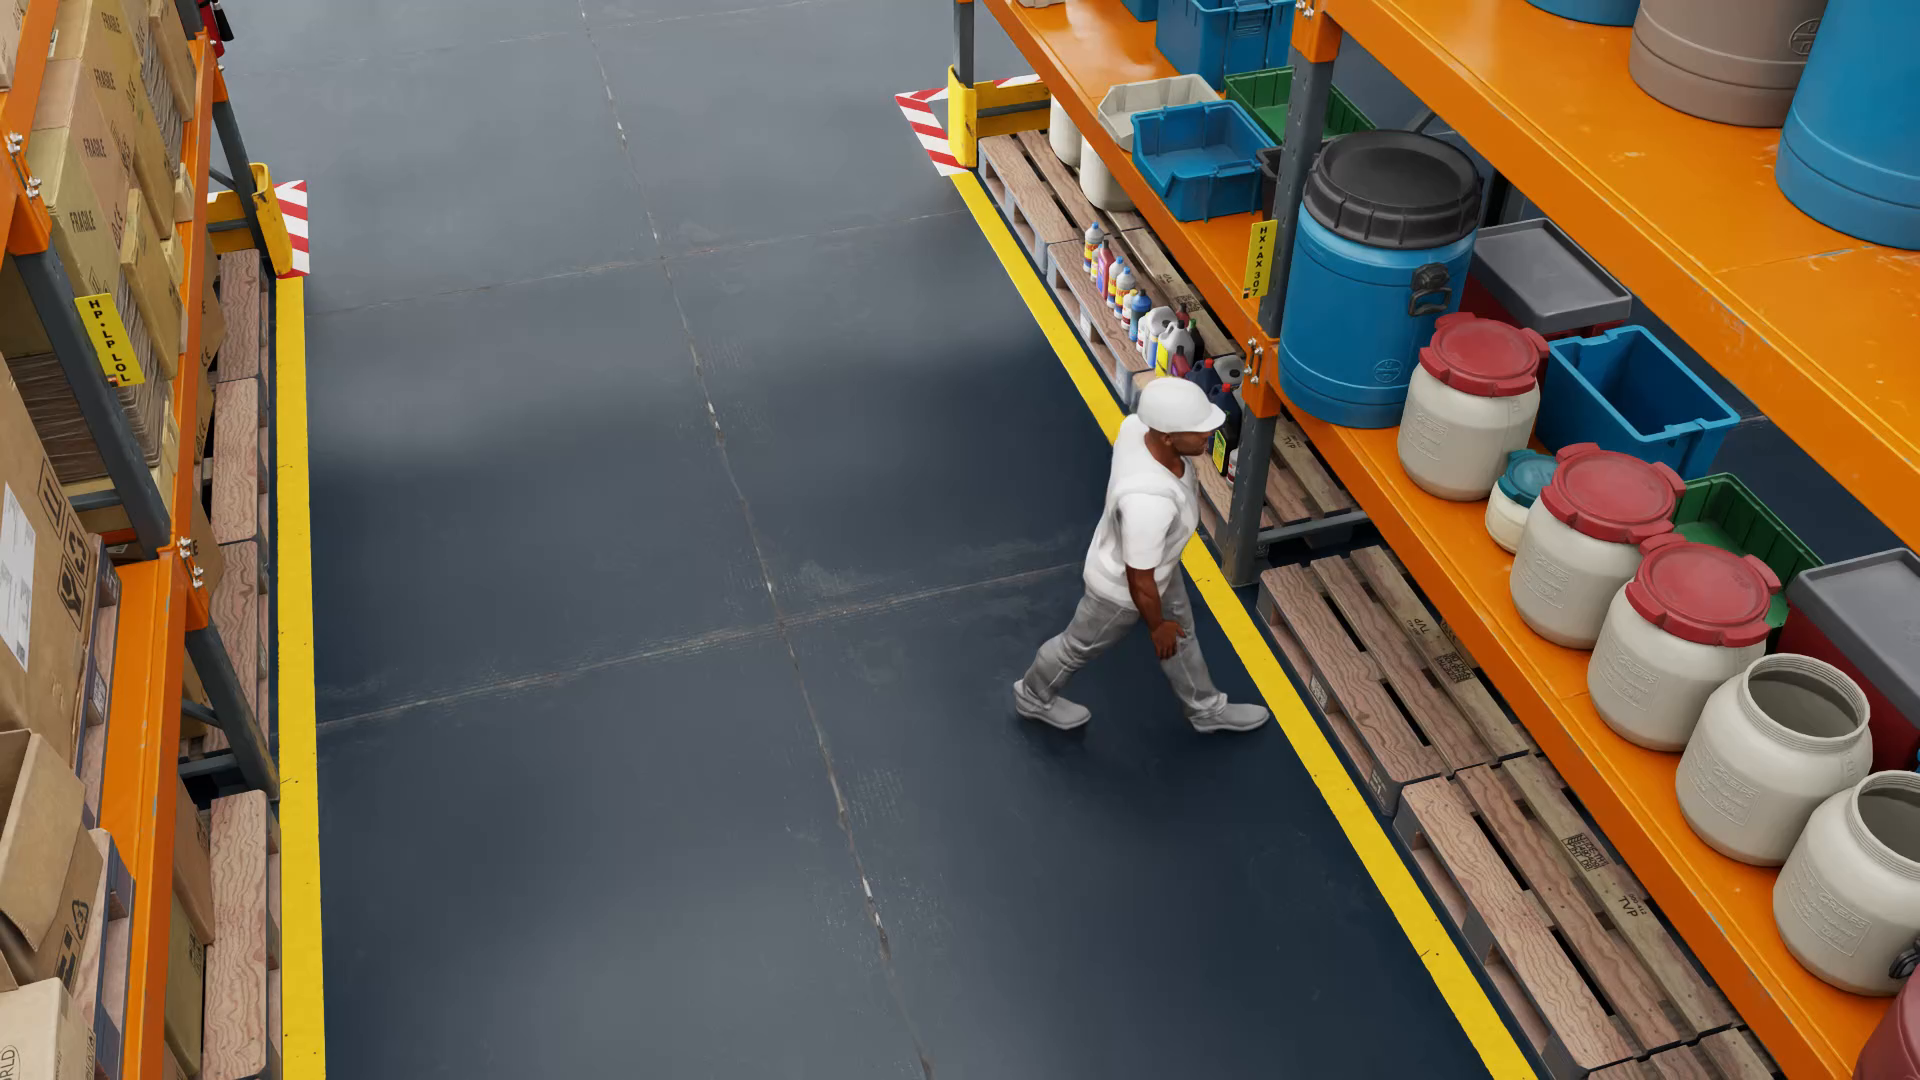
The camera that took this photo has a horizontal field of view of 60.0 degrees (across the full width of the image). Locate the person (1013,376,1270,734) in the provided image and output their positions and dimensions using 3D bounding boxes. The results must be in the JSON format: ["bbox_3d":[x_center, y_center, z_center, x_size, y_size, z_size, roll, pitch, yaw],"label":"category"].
[{"bbox_3d":[0.695,0.119,6.001,1.002,1.702,0.601,11,43,12],"label":"person"}]
